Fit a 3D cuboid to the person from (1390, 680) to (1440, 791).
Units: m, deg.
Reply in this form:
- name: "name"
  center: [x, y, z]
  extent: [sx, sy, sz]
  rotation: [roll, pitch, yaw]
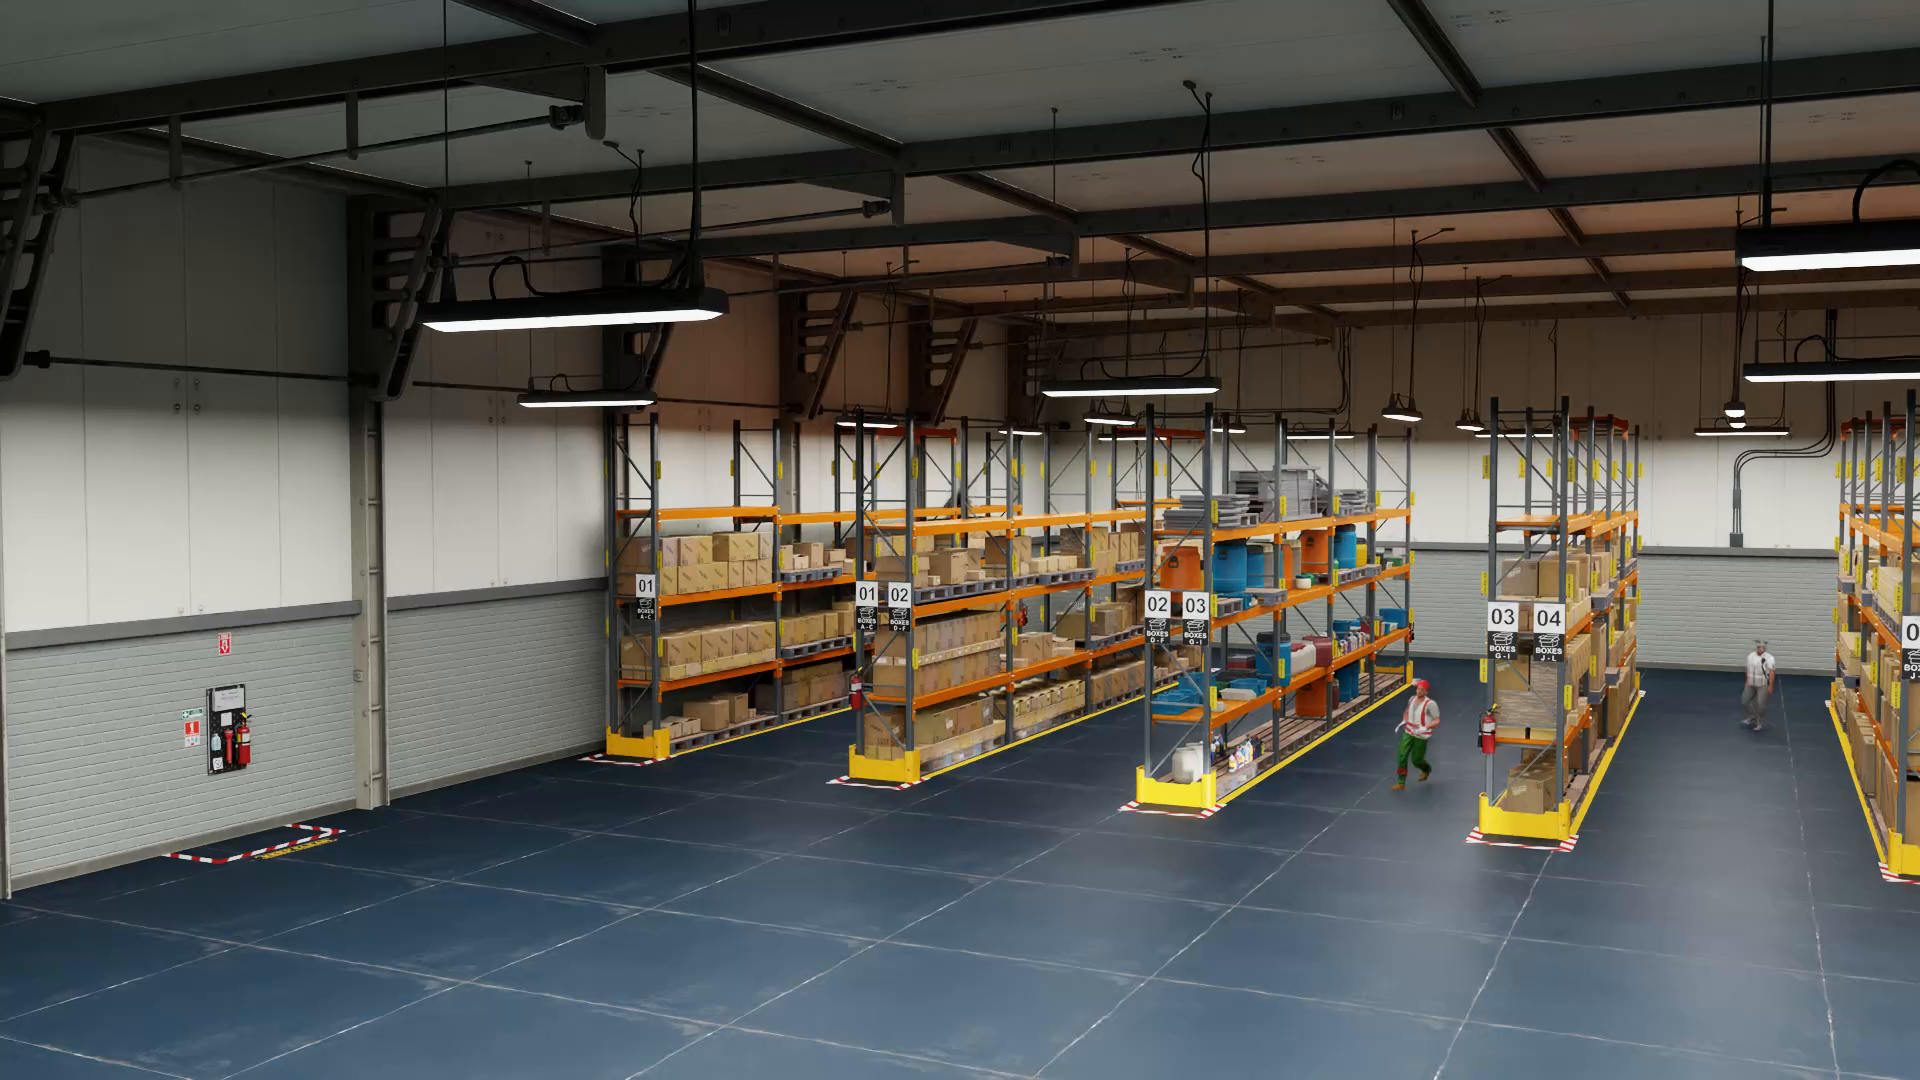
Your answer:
- name: "person"
  center: [7.153, 3.037, 25.912]
  extent: [0.875, 1.729, 0.724]
  rotation: [-2, 3, -42]

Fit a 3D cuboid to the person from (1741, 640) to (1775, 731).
- name: "person"
  center: [15.367, 2.794, 32.019]
  extent: [0.503, 1.780, 0.656]
  rotation: [-2, 3, -37]
